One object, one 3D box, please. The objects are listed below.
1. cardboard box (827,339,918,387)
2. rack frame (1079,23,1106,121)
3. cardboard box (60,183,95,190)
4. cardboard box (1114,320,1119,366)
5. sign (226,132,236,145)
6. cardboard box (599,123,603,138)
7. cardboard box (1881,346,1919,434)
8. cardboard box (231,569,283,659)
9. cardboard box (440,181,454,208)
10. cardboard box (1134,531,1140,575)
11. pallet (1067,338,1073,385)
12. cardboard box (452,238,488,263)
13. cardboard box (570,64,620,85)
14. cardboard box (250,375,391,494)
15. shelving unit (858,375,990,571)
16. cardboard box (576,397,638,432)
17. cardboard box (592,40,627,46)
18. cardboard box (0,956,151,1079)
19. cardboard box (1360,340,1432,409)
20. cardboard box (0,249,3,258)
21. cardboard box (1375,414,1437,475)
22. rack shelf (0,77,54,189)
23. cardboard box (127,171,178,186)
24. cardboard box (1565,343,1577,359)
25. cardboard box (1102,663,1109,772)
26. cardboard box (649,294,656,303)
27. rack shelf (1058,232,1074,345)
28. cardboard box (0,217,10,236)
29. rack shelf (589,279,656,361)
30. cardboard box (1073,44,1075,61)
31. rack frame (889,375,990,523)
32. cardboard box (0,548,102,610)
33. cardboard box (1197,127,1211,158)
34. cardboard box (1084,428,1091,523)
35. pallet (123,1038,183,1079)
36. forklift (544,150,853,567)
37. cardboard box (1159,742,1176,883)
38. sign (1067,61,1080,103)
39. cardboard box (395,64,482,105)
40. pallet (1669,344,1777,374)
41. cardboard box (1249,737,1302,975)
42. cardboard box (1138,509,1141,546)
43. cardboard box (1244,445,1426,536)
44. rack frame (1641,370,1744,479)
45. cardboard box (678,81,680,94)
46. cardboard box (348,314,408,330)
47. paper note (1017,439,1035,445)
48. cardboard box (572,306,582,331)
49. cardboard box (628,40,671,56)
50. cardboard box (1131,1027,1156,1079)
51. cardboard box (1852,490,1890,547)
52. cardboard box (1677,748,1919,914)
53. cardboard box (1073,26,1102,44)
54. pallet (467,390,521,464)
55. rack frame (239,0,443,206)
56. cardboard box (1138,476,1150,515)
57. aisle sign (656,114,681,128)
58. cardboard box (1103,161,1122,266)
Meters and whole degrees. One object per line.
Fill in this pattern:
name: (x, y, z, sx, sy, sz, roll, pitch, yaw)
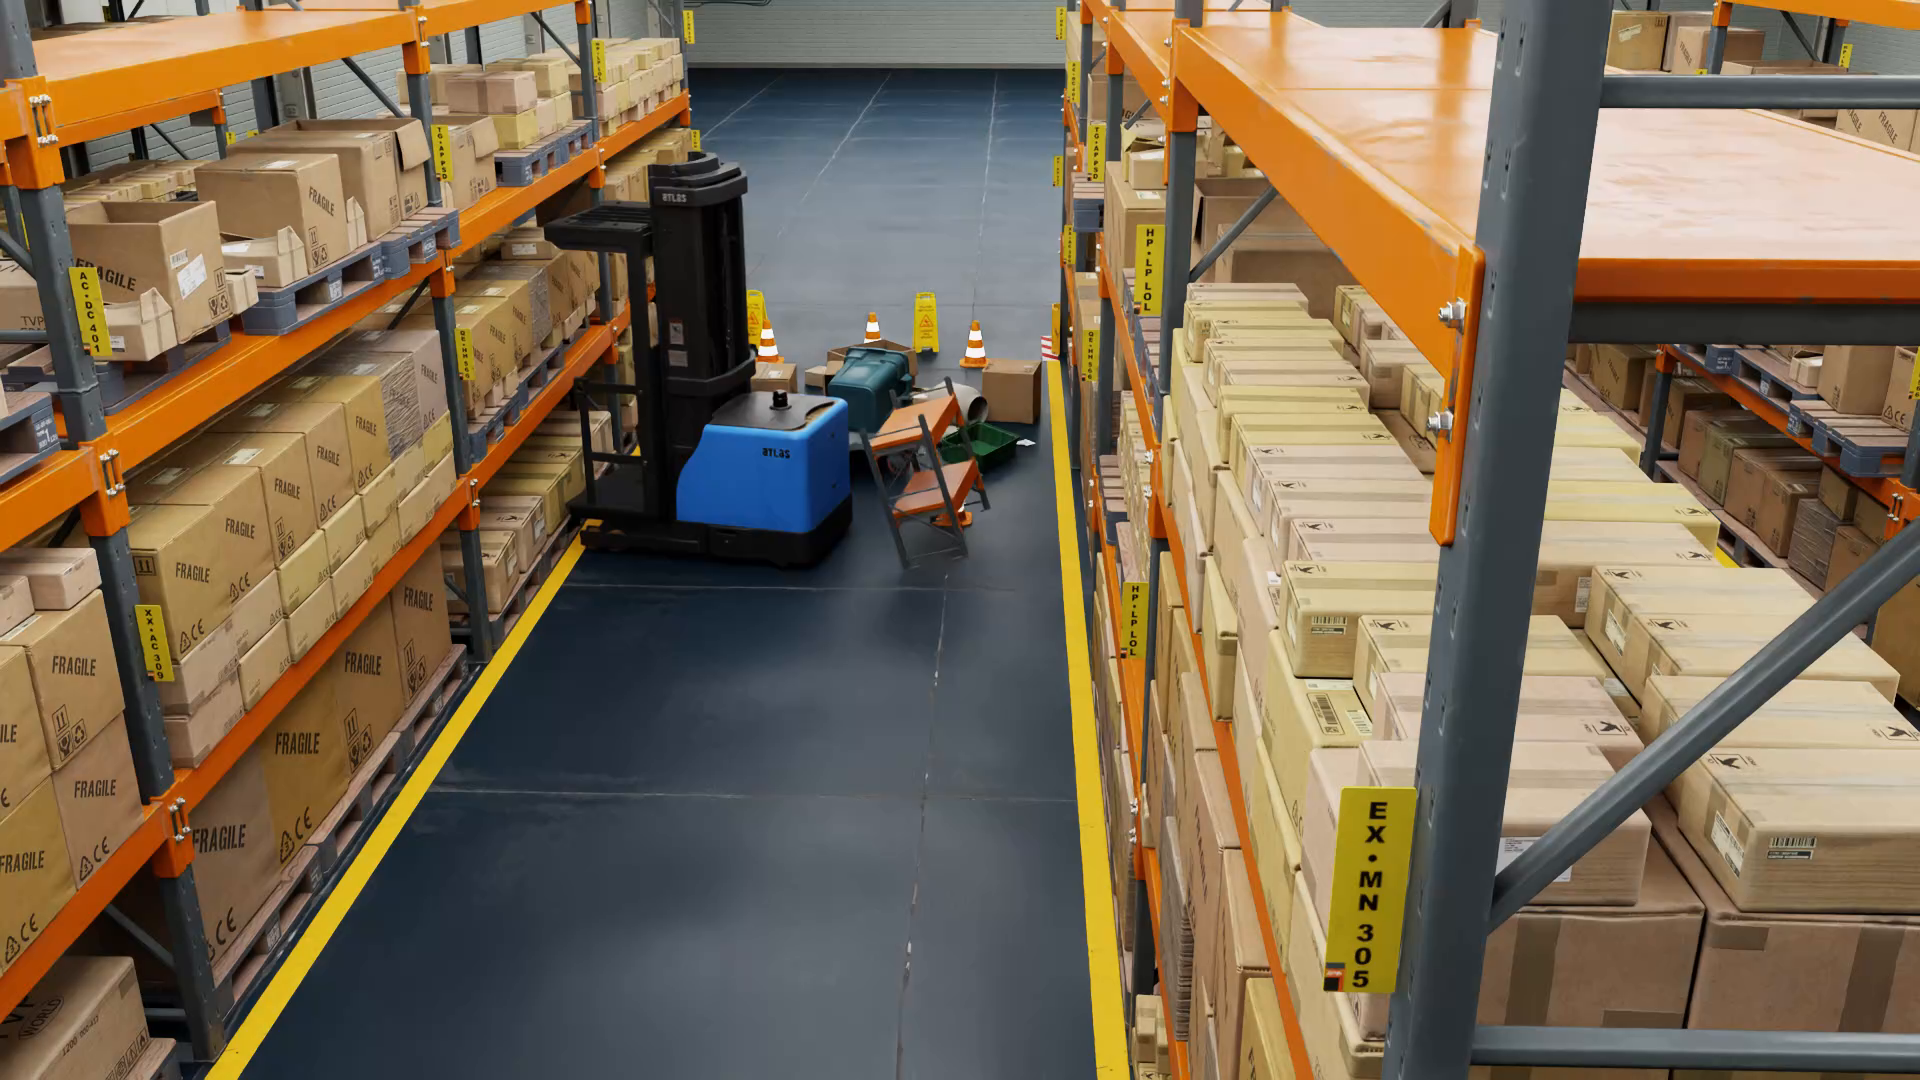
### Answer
cardboard box: (-0.875, -1.671, 16.639, 0.797, 0.503, 0.637, -16, 26, -35)
rack frame: (1.477, -4.830, 13.037, 1.000, 3.000, 0.127, 1, 21, 2)
cardboard box: (-8.613, -3.360, 16.096, 0.380, 0.149, 0.250, 1, 21, 2)
cardboard box: (1.393, -1.445, 11.085, 0.700, 0.500, 0.500, 0, 21, 1)
sign: (-7.771, -4.190, 17.752, 0.100, 0.325, 0.005, 1, 21, 2)
cardboard box: (-3.216, -3.444, 13.958, 0.380, 0.149, 0.250, 0, 21, 1)
cardboard box: (6.287, -0.934, 10.570, 0.500, 0.500, 0.500, -2, 21, -5)
cardboard box: (-3.434, 0.334, 7.539, 0.500, 0.250, 0.500, 1, 21, 2)
cardboard box: (-3.408, -2.145, 10.449, 0.396, 0.266, 0.258, 1, 21, 2)
cardboard box: (1.093, 0.068, 8.475, 0.380, 0.149, 0.250, 0, 21, 0)
pallet: (1.653, -1.889, 17.607, 1.003, 0.211, 1.213, 1, 21, 2)
cardboard box: (-3.771, -2.174, 12.460, 0.380, 0.149, 0.250, 2, 21, 5)
cardboard box: (-3.142, -4.004, 14.300, 0.380, 0.149, 0.250, 0, 21, 0)
cardboard box: (-3.379, -0.563, 8.812, 0.500, 0.500, 0.500, 1, 21, 2)
shelving unit: (-0.247, -0.523, 12.639, 0.538, 1.125, 1.048, -13, 18, 15)
cardboard box: (-3.186, -1.175, 15.132, 0.500, 0.250, 0.500, 0, 21, -1)
cardboard box: (-3.558, -4.933, 16.694, 0.380, 0.149, 0.250, 1, 21, 1)
cardboard box: (-3.843, 2.066, 6.519, 0.875, 0.438, 0.875, 0, 21, 1)
cardboard box: (1.408, -0.494, 4.973, 0.380, 0.149, 0.250, 1, 21, 4)
cardboard box: (-8.224, -2.327, 13.846, 0.380, 0.149, 0.250, 1, 21, 3)
cardboard box: (1.435, -0.156, 4.654, 0.500, 0.250, 0.500, 1, 21, 4)
rack shelf: (-3.778, -0.710, 3.967, 1.077, 0.370, 4.000, 1, 21, 2)
cardboard box: (-8.153, -3.633, 16.799, 0.380, 0.149, 0.250, 1, 21, 2)
cardboard box: (6.518, -2.193, 17.409, 0.500, 0.500, 0.500, 5, 22, 12)
cardboard box: (1.056, 1.003, 9.172, 0.500, 0.500, 0.500, 0, 21, 0)
cardboard box: (-3.080, -2.451, 16.487, 0.380, 0.149, 0.250, 2, 21, 4)
rack shelf: (1.538, -2.421, 16.116, 1.077, 0.370, 4.000, 1, 21, 2)
cardboard box: (-8.129, -2.704, 14.405, 0.380, 0.149, 0.250, 1, 21, 3)
rack shelf: (-3.413, -2.439, 16.162, 1.077, 0.370, 4.000, 1, 21, 2)
cardboard box: (1.268, -4.287, 14.862, 0.500, 0.250, 0.500, 0, 21, 1)
rack frame: (-0.158, -0.707, 13.105, 0.500, 1.125, 0.032, -13, 18, 15)
cardboard box: (-3.408, 0.141, 6.101, 0.380, 0.149, 0.250, 0, 21, 1)
cardboard box: (1.597, -2.445, 10.442, 0.500, 0.311, 0.500, 1, 21, 2)
cardboard box: (1.515, -0.606, 12.973, 1.050, 0.750, 0.750, 1, 21, 2)
pallet: (-3.818, 2.416, 6.512, 1.003, 0.211, 1.213, 1, 21, 2)
forklift: (-2.426, -1.450, 12.715, 3.031, 2.935, 1.130, 6, 22, 15)
cardboard box: (0.959, 1.029, 5.680, 0.500, 0.500, 0.500, 1, 21, 2)
sign: (0.922, -3.715, 13.486, 0.100, 0.325, 0.005, 1, 21, 2)
cardboard box: (-3.897, -3.421, 12.489, 0.500, 0.250, 0.500, 0, 21, 0)
pallet: (6.263, -1.578, 13.214, 1.003, 0.211, 1.213, 1, 21, 2)
cardboard box: (0.870, 0.625, 3.331, 0.500, 0.250, 0.500, 1, 21, 2)
cardboard box: (1.098, -0.068, 8.414, 0.380, 0.149, 0.250, 1, 21, 4)
cardboard box: (0.898, -0.121, 4.013, 0.380, 0.149, 0.250, 0, 21, 0)
rack frame: (6.432, -1.942, 13.887, 1.000, 3.000, 0.127, 1, 21, 2)
cardboard box: (-3.083, -4.647, 17.058, 0.380, 0.149, 0.250, 1, 21, 2)
cardboard box: (-3.859, -1.153, 10.725, 0.500, 0.500, 0.500, 0, 21, 0)
paper note: (0.593, -0.902, 15.311, 0.147, 0.020, 0.142, -16, 26, -35)
cardboard box: (-3.211, -1.752, 13.164, 0.380, 0.149, 0.250, 0, 21, 1)
cardboard box: (-3.113, -4.932, 16.692, 0.380, 0.149, 0.250, 1, 21, 3)
cardboard box: (0.902, 2.121, 6.777, 0.380, 0.149, 0.250, 0, 21, -1)
cardboard box: (6.301, -0.128, 11.022, 0.500, 0.250, 0.500, 1, 21, 4)
cardboard box: (1.350, 0.444, 2.557, 0.380, 0.149, 0.250, 0, 21, 1)
cardboard box: (1.209, -4.521, 14.913, 0.380, 0.149, 0.250, 0, 21, 1)
pallet: (-3.680, -0.774, 11.143, 1.213, 0.211, 1.003, 1, 21, 2)
rack frame: (-3.595, -3.402, 9.356, 1.000, 3.000, 0.127, 1, 21, 2)
cardboard box: (1.098, -0.213, 8.374, 0.380, 0.149, 0.250, 0, 21, 1)
aisle sign: (-3.060, -4.728, 17.475, 0.394, 0.787, 0.004, 1, 21, 2)
cardboard box: (1.072, -1.828, 9.309, 0.500, 0.500, 0.500, 1, 21, 2)
